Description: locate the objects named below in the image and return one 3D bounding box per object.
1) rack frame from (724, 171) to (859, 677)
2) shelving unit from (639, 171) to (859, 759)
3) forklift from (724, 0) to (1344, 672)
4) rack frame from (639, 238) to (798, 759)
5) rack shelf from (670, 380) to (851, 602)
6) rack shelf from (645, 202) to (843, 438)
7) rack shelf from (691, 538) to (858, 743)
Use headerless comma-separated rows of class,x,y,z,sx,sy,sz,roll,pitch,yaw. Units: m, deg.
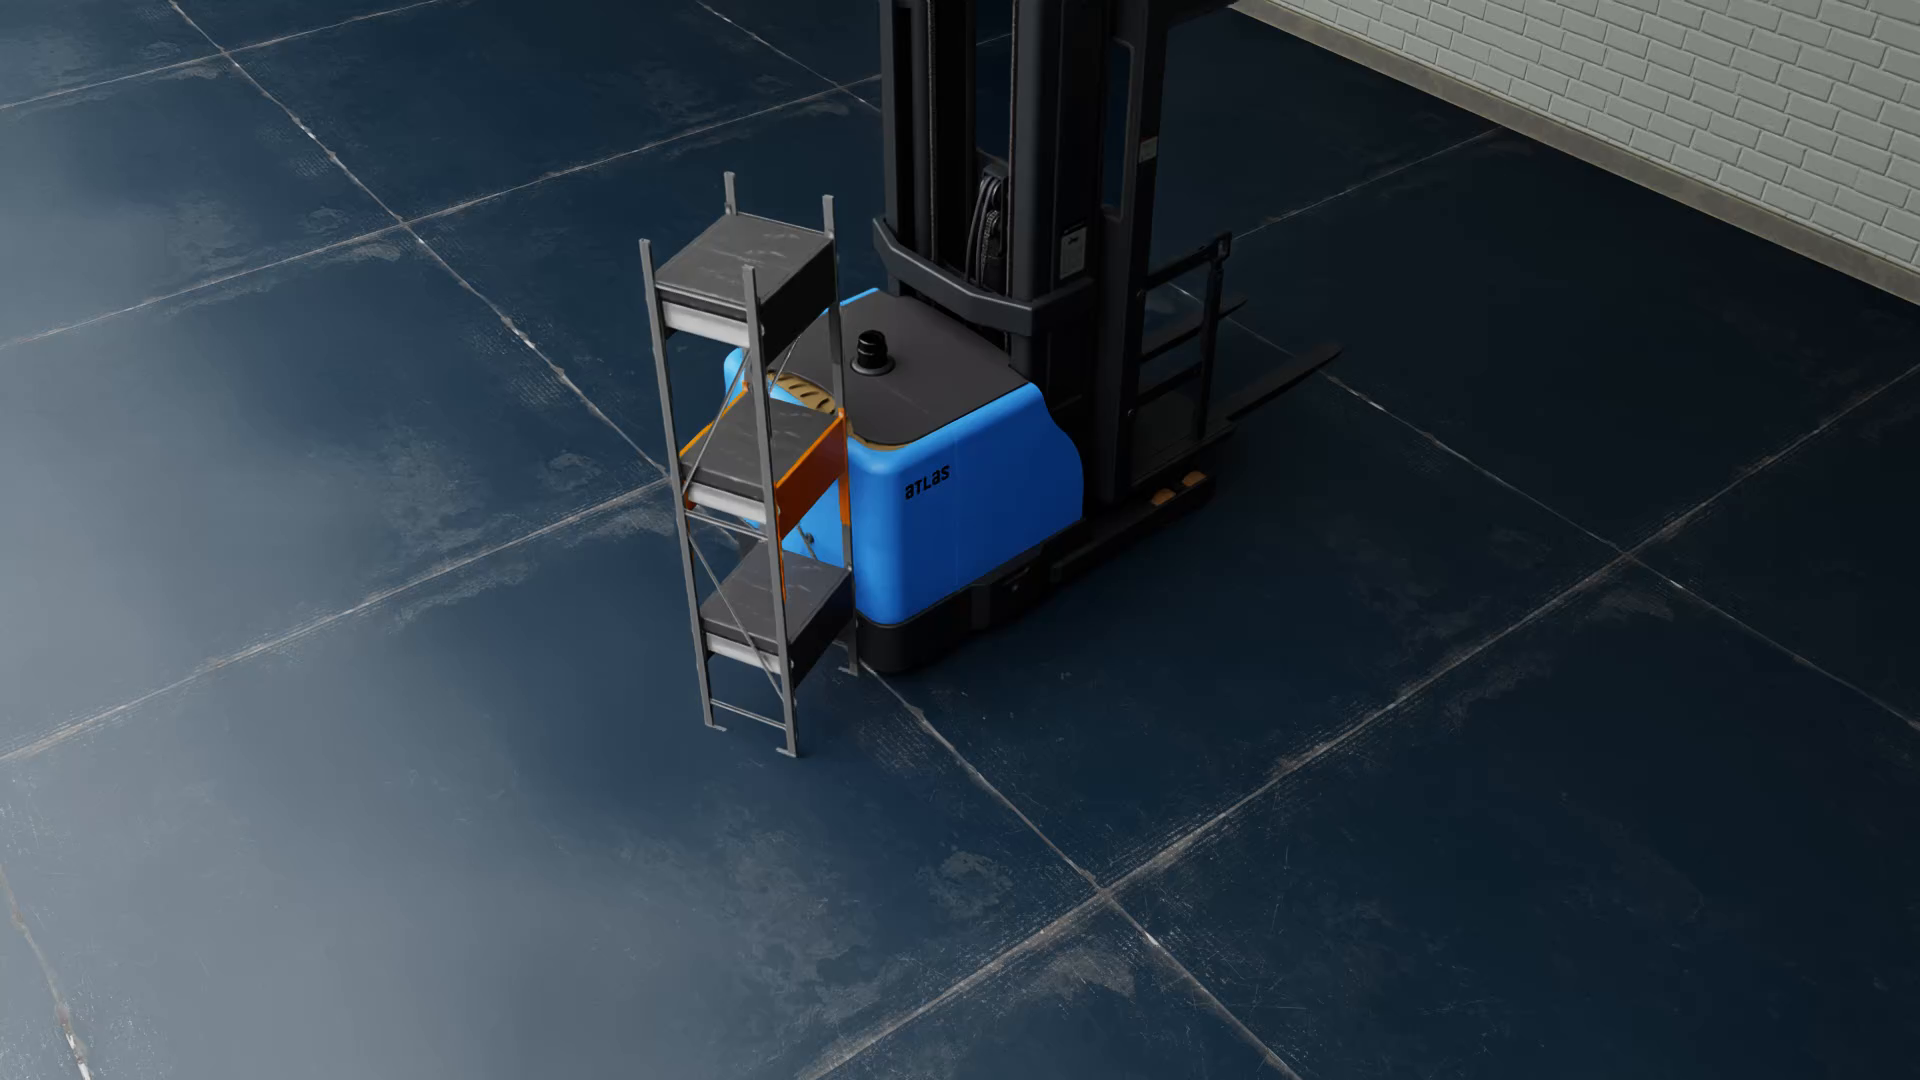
rack frame,-0.582,-0.327,5.993,0.400,2.100,0.015,17,42,19
shelving unit,-0.687,-0.187,5.822,0.431,2.100,0.503,17,42,19
forklift,0.504,-1.416,6.666,3.031,2.935,1.130,-29,48,-31
rack frame,-0.792,-0.047,5.652,0.400,2.100,0.015,17,42,19
rack shelf,-0.687,-0.177,5.831,0.431,0.518,0.480,17,42,19
rack shelf,-0.687,-0.718,5.387,0.431,0.518,0.480,17,42,19
rack shelf,-0.688,0.365,6.275,0.431,0.518,0.480,17,42,19
